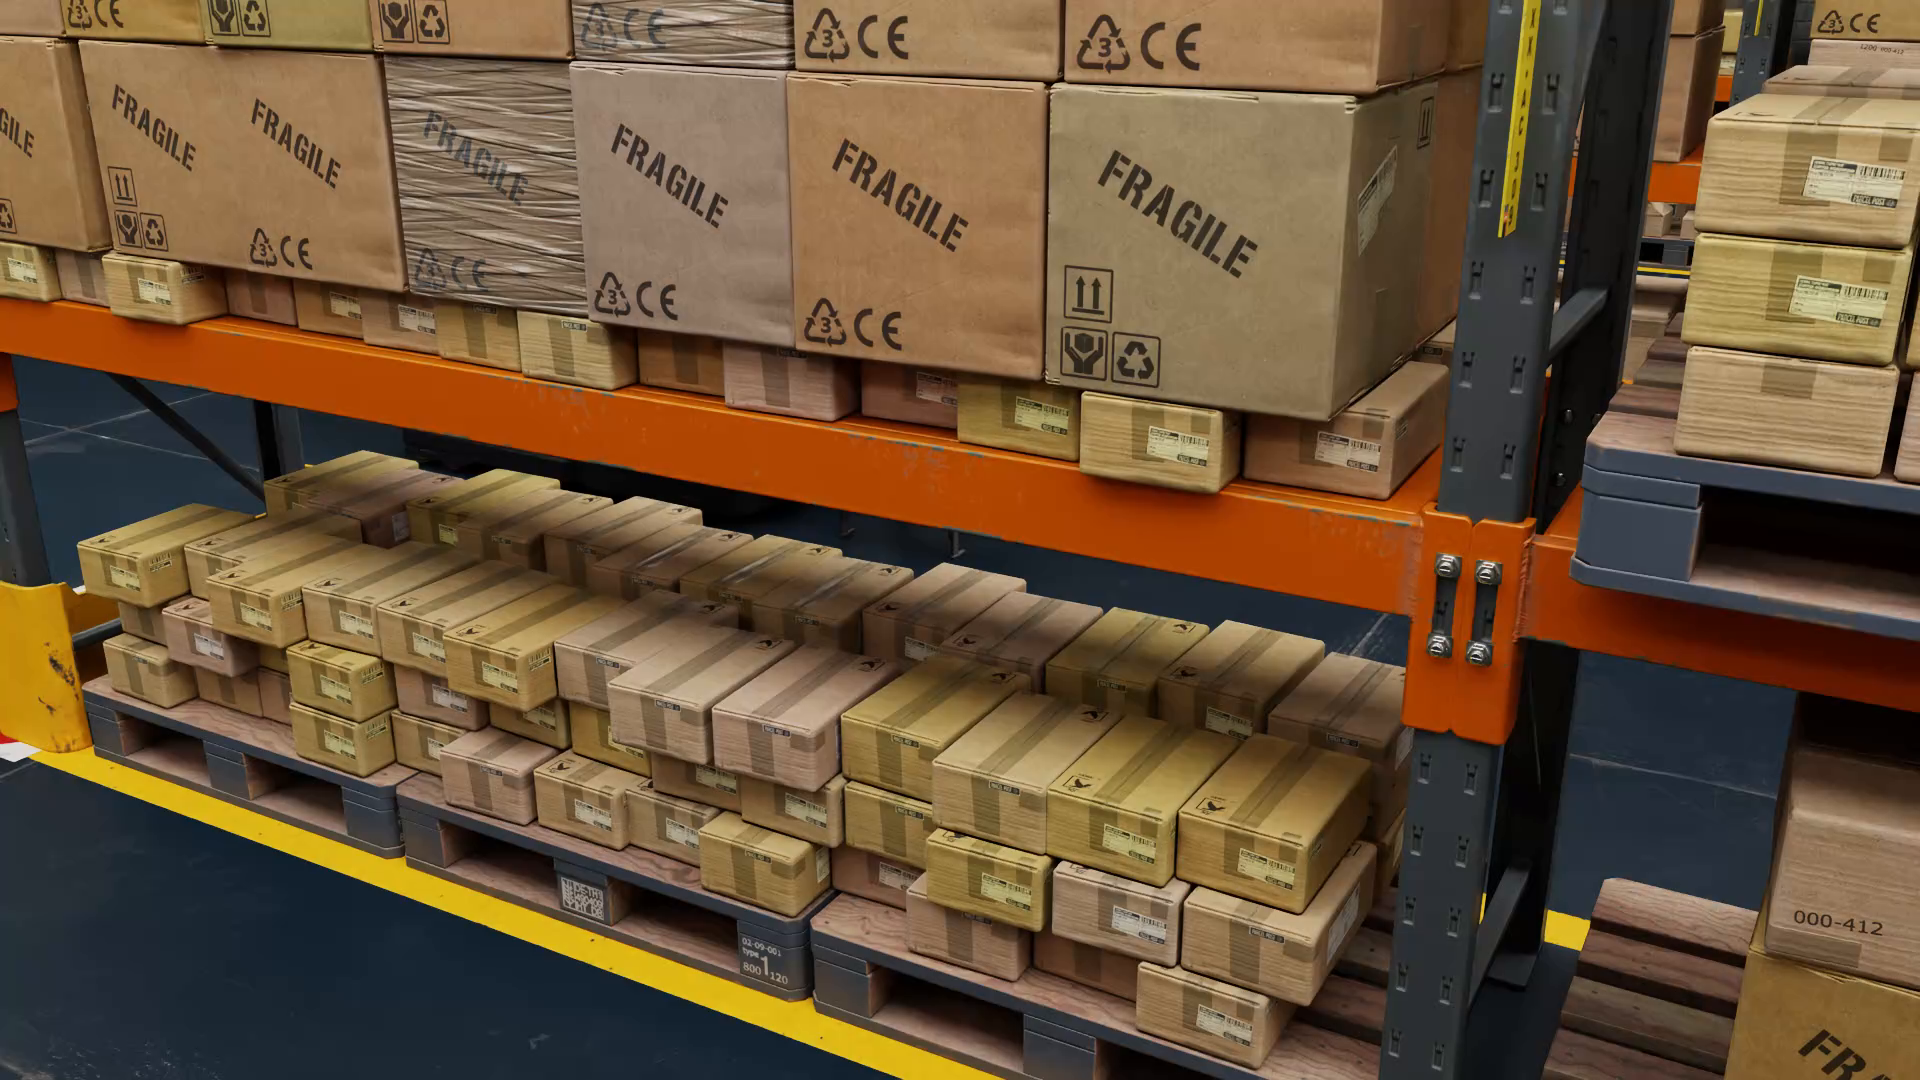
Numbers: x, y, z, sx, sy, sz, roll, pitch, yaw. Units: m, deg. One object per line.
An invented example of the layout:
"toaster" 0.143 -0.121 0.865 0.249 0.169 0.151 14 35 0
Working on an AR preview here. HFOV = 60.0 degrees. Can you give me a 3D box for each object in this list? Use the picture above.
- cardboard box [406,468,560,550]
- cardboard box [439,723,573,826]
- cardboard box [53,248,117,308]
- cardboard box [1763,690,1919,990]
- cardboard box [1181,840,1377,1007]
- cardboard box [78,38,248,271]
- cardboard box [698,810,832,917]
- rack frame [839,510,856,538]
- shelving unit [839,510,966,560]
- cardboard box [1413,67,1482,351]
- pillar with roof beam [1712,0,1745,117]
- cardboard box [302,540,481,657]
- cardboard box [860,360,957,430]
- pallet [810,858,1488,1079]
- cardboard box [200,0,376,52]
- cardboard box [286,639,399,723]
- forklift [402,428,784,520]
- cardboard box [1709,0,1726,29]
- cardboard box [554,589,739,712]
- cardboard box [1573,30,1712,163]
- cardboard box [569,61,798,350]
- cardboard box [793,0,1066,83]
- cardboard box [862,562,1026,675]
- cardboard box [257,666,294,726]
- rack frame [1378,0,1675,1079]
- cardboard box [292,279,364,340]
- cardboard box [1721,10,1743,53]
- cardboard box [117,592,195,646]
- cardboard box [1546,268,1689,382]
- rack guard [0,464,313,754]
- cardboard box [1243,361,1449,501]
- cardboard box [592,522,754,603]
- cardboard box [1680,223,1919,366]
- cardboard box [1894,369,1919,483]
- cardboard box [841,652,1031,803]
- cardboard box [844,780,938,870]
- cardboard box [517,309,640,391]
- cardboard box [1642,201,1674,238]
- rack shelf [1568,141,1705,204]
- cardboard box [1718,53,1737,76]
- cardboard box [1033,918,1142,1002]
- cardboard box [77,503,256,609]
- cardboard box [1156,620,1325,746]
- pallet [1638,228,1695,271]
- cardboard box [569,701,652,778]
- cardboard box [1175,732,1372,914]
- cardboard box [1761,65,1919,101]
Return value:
"cardboard box" -1.384 -0.074 4.862 0.250 0.149 0.380 10 22 26
"cardboard box" -1.045 0.527 4.079 0.250 0.149 0.380 10 22 25
"cardboard box" -2.084 -0.714 4.303 0.250 0.149 0.380 12 23 29
"cardboard box" 1.559 0.478 2.597 0.500 0.250 0.500 10 22 25
"cardboard box" 0.613 0.697 3.174 0.250 0.149 0.380 11 23 28
"cardboard box" -1.712 -0.962 4.035 0.500 0.500 0.500 11 23 27
"cardboard box" -0.369 0.659 3.715 0.250 0.149 0.380 11 23 27
"rack frame" -0.358 -1.055 6.195 0.015 2.100 0.400 11 23 27
"shelving unit" -0.145 -1.015 6.083 0.503 2.100 0.431 11 23 27
"cardboard box" 0.733 -0.692 3.292 0.500 0.500 0.500 10 22 26
"pillar with roof beam" 3.518 -5.240 7.613 0.400 9.000 9.100 11 23 27
"cardboard box" -1.444 0.145 4.260 0.250 0.149 0.380 10 22 25
"cardboard box" 0.006 -0.344 3.283 0.250 0.149 0.380 10 22 26
"pallet" 0.439 0.862 3.681 1.213 0.211 1.003 11 23 27
"cardboard box" -1.300 -1.341 3.615 0.500 0.500 0.500 10 22 26
"cardboard box" -1.478 0.305 4.255 0.250 0.149 0.380 12 23 29
"forklift" -1.838 -1.818 7.078 3.031 2.935 1.130 12 23 30
"cardboard box" 3.071 -2.507 7.265 0.500 0.500 0.500 11 23 28
"cardboard box" -0.733 0.264 3.930 0.250 0.149 0.380 11 23 27
"cardboard box" 2.839 -1.887 7.021 0.500 0.500 0.500 11 23 28
"cardboard box" -0.403 -0.701 3.316 0.500 0.500 0.500 11 23 27
"cardboard box" 0.047 -1.087 2.914 0.500 0.500 0.500 10 22 26
"cardboard box" -0.034 0.202 4.102 0.250 0.149 0.380 11 23 28
"cardboard box" -1.659 0.370 4.511 0.250 0.149 0.380 11 23 28
"rack frame" 1.043 -0.348 2.926 0.127 3.000 1.000 11 23 27
"cardboard box" -1.357 -0.598 3.985 0.250 0.149 0.380 11 22 27
"cardboard box" 5.223 -3.398 11.118 0.500 0.250 0.500 11 23 29
"cardboard box" -2.117 0.153 4.673 0.250 0.149 0.380 12 23 30
"cardboard box" 2.873 -0.968 7.776 0.875 0.438 0.875 10 22 27
"rack guard" -2.383 0.174 5.151 0.348 0.500 1.175 11 23 27
"cardboard box" 0.679 -0.208 2.908 0.250 0.149 0.380 11 22 27
"cardboard box" -0.751 0.093 4.402 0.250 0.149 0.380 10 22 26
"cardboard box" 1.163 -0.365 2.289 0.250 0.149 0.380 11 23 28
"cardboard box" 1.407 -0.181 2.217 0.250 0.149 0.380 11 23 28
"cardboard box" -0.046 0.397 3.565 0.250 0.149 0.380 12 23 29
"cardboard box" -0.043 0.545 3.591 0.250 0.149 0.380 11 23 28
"cardboard box" -0.721 -0.446 3.566 0.250 0.149 0.380 11 23 28
"cardboard box" 4.845 -2.294 11.683 0.258 0.266 0.396 12 23 29
"rack shelf" 1.623 -1.833 8.075 4.000 0.370 1.077 11 23 27
"cardboard box" 5.147 -3.214 11.194 0.250 0.149 0.380 11 23 29
"cardboard box" 0.348 0.763 3.429 0.250 0.149 0.380 12 23 29
"cardboard box" -2.157 0.038 4.554 0.250 0.149 0.380 10 22 25
"cardboard box" 0.632 0.332 3.742 0.250 0.149 0.380 12 23 30
"pallet" 5.187 -2.120 11.902 1.213 0.211 1.003 11 23 27
"cardboard box" -0.711 0.401 3.989 0.250 0.149 0.380 12 23 30
"cardboard box" 0.605 0.533 3.189 0.250 0.149 0.380 12 23 29
"cardboard box" 1.489 -0.699 2.772 0.250 0.149 0.380 12 23 30
